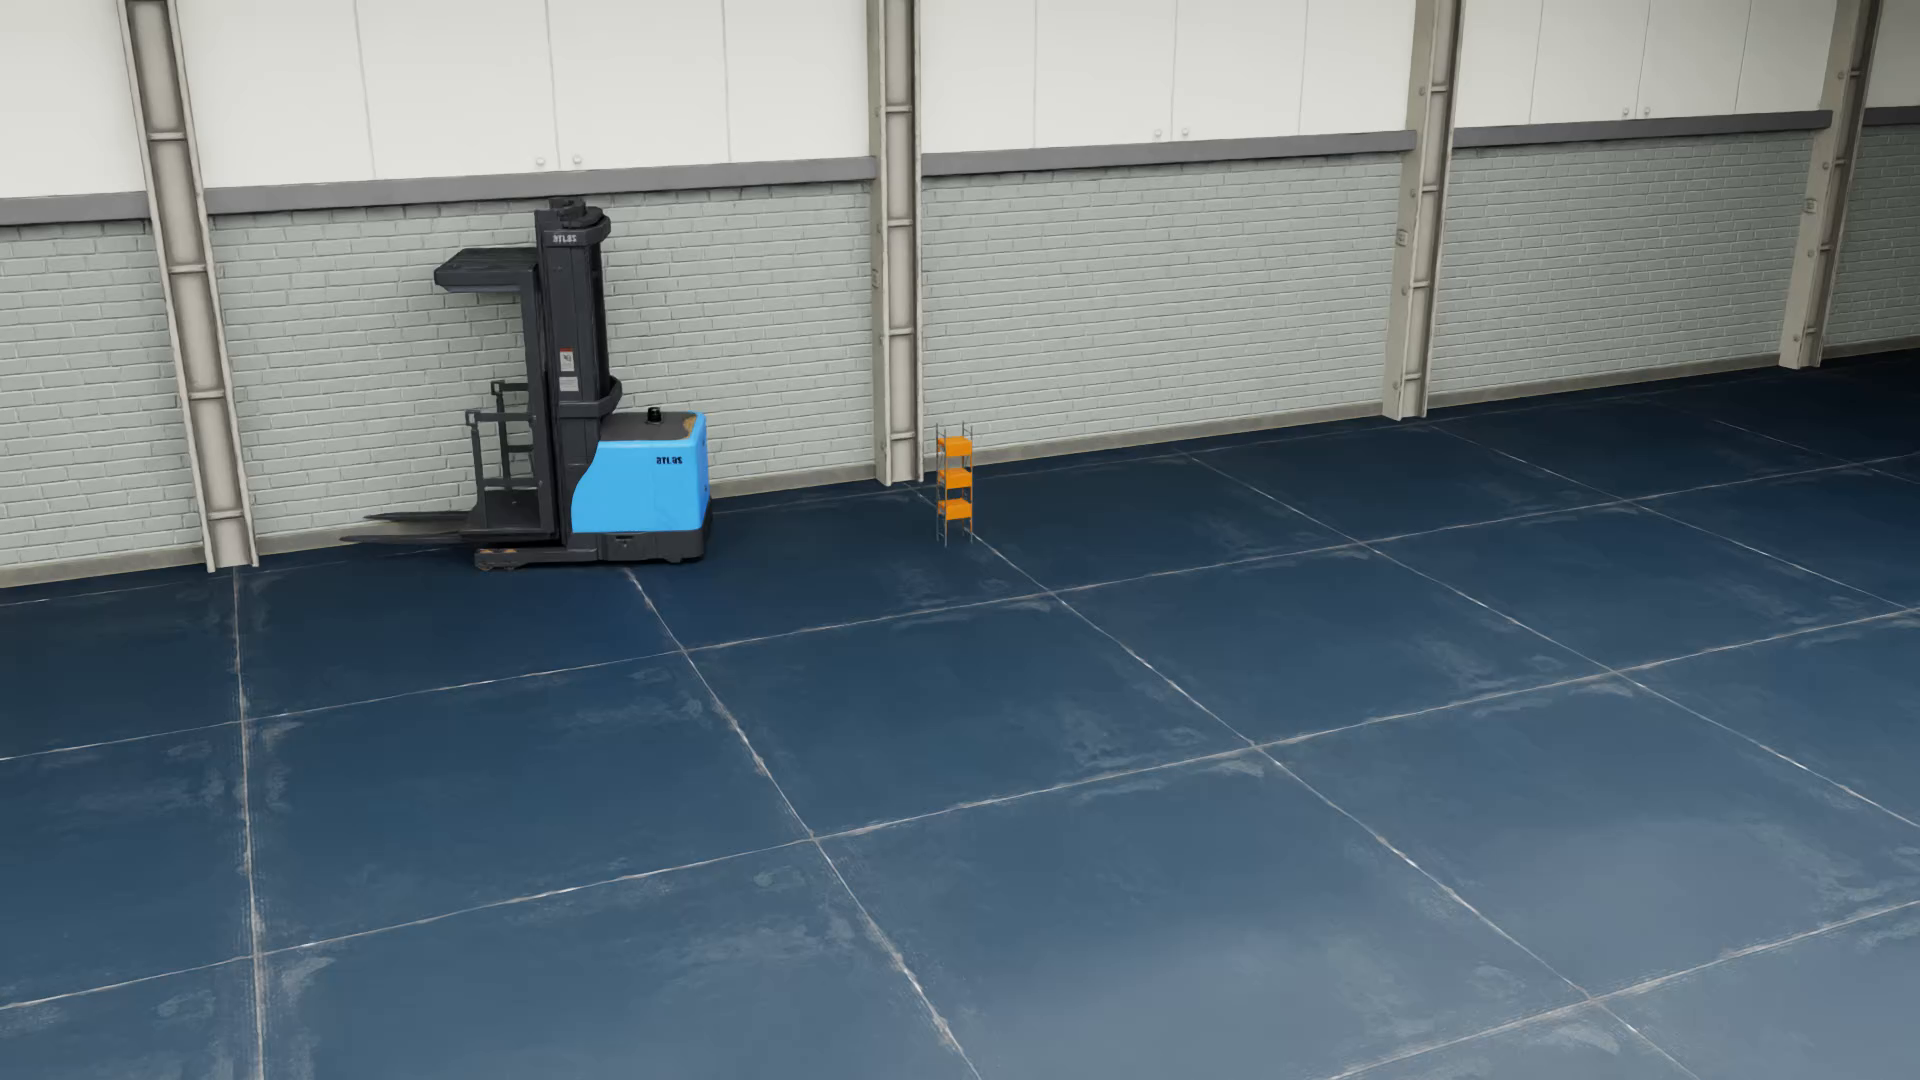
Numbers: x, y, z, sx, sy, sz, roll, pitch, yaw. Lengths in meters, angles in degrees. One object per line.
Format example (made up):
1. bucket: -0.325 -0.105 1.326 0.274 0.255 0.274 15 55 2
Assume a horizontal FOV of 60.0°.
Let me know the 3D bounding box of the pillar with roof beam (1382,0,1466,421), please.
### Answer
1. pillar with roof beam: 6.622 -4.313 13.222 0.400 9.000 9.100 -8 21 -22

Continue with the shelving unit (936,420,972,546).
1. shelving unit: -0.049 -0.488 14.328 0.252 1.050 0.215 -8 21 -22

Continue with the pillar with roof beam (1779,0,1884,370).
1. pillar with roof beam: 12.132 -5.102 15.464 0.400 9.000 9.100 -8 21 -22

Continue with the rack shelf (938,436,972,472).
1. rack shelf: -0.049 -0.746 14.237 0.240 0.259 0.215 -8 21 -22

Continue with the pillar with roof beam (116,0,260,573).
1. pillar with roof beam: -4.396 -2.734 8.739 0.400 9.000 9.100 -8 21 -22

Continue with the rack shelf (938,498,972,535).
1. rack shelf: -0.049 -0.216 14.423 0.240 0.259 0.215 -8 21 -22

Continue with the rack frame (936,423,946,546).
1. rack frame: -0.161 -0.472 14.282 0.008 1.050 0.200 -8 21 -22

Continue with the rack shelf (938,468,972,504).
1. rack shelf: -0.049 -0.478 14.331 0.240 0.259 0.215 -8 21 -22

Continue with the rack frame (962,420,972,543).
1. rack frame: 0.063 -0.504 14.373 0.008 1.050 0.200 -8 21 -22

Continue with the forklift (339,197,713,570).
1. forklift: -3.688 -1.312 13.836 3.031 2.935 1.130 -1 19 -3

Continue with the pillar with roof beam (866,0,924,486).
1. pillar with roof beam: 1.113 -3.524 10.980 0.400 9.000 9.100 -8 21 -22
